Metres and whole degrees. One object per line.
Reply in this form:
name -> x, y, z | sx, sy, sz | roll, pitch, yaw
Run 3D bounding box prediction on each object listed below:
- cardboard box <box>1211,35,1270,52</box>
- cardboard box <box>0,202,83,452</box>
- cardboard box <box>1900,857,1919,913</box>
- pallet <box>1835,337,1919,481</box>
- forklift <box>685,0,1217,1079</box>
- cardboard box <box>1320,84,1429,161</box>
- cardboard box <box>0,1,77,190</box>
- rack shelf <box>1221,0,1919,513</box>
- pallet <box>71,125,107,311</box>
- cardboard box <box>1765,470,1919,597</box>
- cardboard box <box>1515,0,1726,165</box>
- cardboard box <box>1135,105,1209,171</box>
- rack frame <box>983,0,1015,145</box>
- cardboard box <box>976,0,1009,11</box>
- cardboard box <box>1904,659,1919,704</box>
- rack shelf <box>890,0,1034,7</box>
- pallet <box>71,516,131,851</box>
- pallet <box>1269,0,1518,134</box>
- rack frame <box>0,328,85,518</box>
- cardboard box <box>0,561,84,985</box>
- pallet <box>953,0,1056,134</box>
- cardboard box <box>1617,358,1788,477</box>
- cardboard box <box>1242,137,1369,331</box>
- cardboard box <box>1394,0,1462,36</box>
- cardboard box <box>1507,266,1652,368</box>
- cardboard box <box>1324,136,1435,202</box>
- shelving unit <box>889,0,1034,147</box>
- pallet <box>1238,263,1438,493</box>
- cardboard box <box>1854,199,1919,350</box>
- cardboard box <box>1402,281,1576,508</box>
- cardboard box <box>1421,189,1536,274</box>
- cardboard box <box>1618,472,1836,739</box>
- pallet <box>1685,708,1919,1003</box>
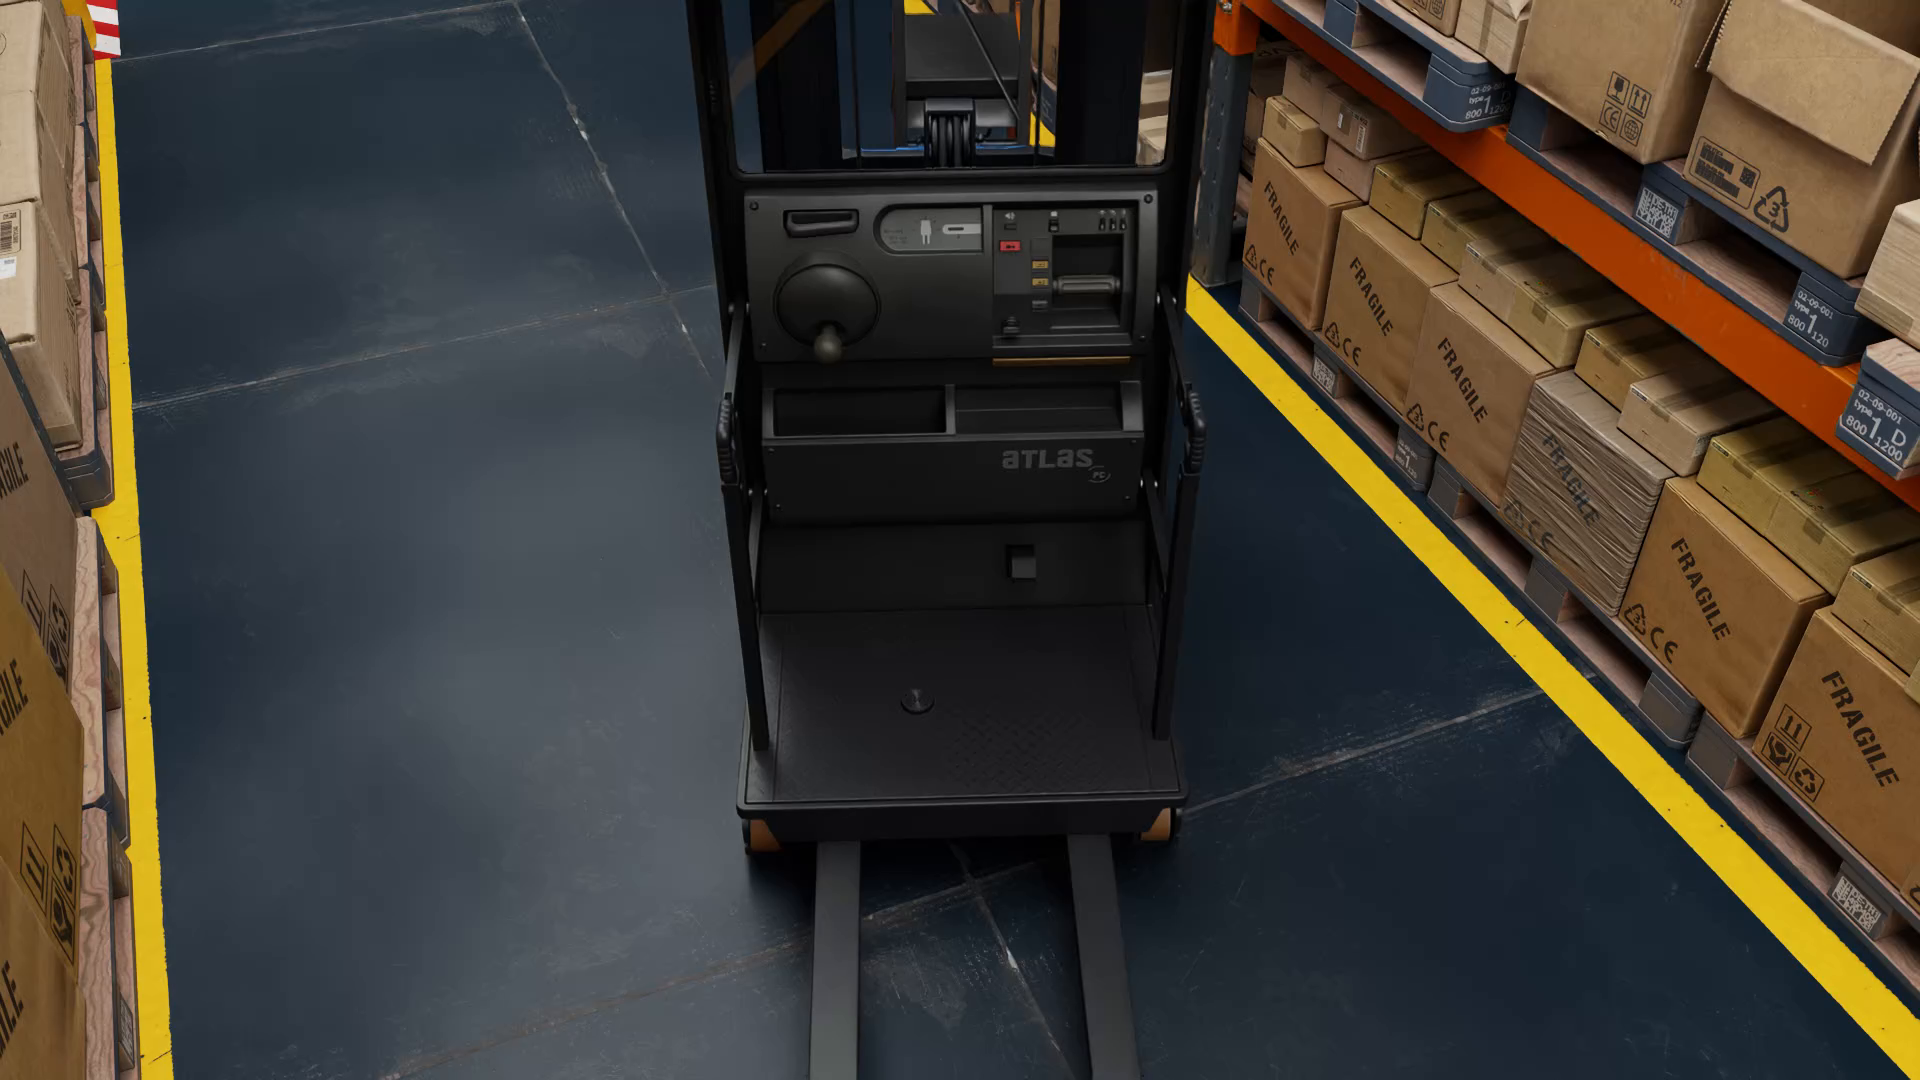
cardboard box -> 1.178, -2.050, 7.198 | 0.380, 0.149, 0.250 | -16, 43, -17
cardboard box -> -3.348, -0.606, 5.297 | 0.875, 0.438, 0.875 | -16, 43, -17
cardboard box -> 2.548, 0.744, 3.680 | 0.500, 0.500, 0.500 | -14, 43, -16
pallet -> 2.584, -0.162, 3.285 | 1.213, 0.211, 1.003 | -15, 43, -17
forklift -> -0.008, -0.521, 3.607 | 1.130, 2.935, 3.031 | -1, 41, -2
cardboard box -> 1.413, -1.397, 5.443 | 0.380, 0.149, 0.250 | -17, 44, -19
cardboard box -> -4.034, -1.688, 6.556 | 0.875, 0.438, 0.875 | -14, 43, -16
rack shelf -> 2.143, -0.776, 4.403 | 1.077, 0.370, 4.000 | -15, 43, -17
pallet -> -3.896, -1.169, 6.448 | 1.003, 0.211, 1.213 | -15, 43, -17
cardboard box -> 2.233, -0.032, 4.084 | 0.380, 0.149, 0.250 | -14, 43, -16
cardboard box -> 1.855, -1.319, 4.084 | 0.700, 0.500, 0.500 | -15, 43, -17
cardboard box -> 0.894, -1.594, 6.668 | 0.380, 0.149, 0.250 | -16, 43, -18
rack frame -> -0.011, -1.522, 5.409 | 0.400, 2.100, 0.015 | -1, 41, -2
cardboard box -> 0.395, -2.614, 7.585 | 0.500, 0.500, 0.500 | -14, 43, -16
cardboard box -> 2.352, 0.308, 3.689 | 0.380, 0.149, 0.250 | -17, 44, -19
rack shelf -> -0.002, -1.883, 4.777 | 0.431, 0.518, 0.480 | -1, 41, -2
pallet -> -2.842, 0.490, 4.518 | 1.003, 0.211, 1.213 | -15, 43, -17
pallet -> 1.583, -1.672, 5.041 | 1.003, 0.211, 1.213 | -15, 43, -17
rack frame -> -3.207, -1.013, 4.127 | 1.000, 3.000, 0.127 | -15, 43, -17
cardboard box -> -2.543, 0.529, 3.641 | 0.875, 0.875, 0.875 | -14, 43, -16
pallet -> 0.646, -2.346, 7.816 | 1.003, 0.211, 1.213 | -15, 43, -17
cardboard box -> 2.004, -0.341, 4.444 | 0.380, 0.149, 0.250 | -17, 44, -19
cardboard box -> 1.355, -1.117, 5.844 | 0.500, 0.500, 0.500 | -13, 42, -15
cardboard box -> 1.555, -1.791, 4.634 | 0.700, 0.500, 0.500 | -15, 43, -16
cardboard box -> 1.827, -0.657, 4.811 | 0.380, 0.149, 0.250 | -14, 43, -15
cardboard box -> 1.447, -1.281, 5.536 | 0.380, 0.149, 0.250 | -16, 43, -18
shelving unit -> -0.002, -1.363, 5.224 | 0.431, 2.100, 0.503 | -1, 41, -2
pallet -> 1.724, -0.715, 5.920 | 1.003, 0.211, 1.213 | -15, 43, -17
cardboard box -> 2.206, -0.501, 3.325 | 0.500, 0.250, 0.500 | -17, 44, -19
cardboard box -> 1.755, -0.497, 5.123 | 0.500, 0.500, 0.500 | -16, 43, -18
cardboard box -> 1.673, -0.967, 5.172 | 0.380, 0.149, 0.250 | -16, 43, -18
cardboard box -> 2.164, 0.125, 4.399 | 0.500, 0.500, 0.500 | -13, 42, -15
pallet -> 2.658, 0.754, 4.211 | 1.003, 0.211, 1.213 | -15, 43, -17
